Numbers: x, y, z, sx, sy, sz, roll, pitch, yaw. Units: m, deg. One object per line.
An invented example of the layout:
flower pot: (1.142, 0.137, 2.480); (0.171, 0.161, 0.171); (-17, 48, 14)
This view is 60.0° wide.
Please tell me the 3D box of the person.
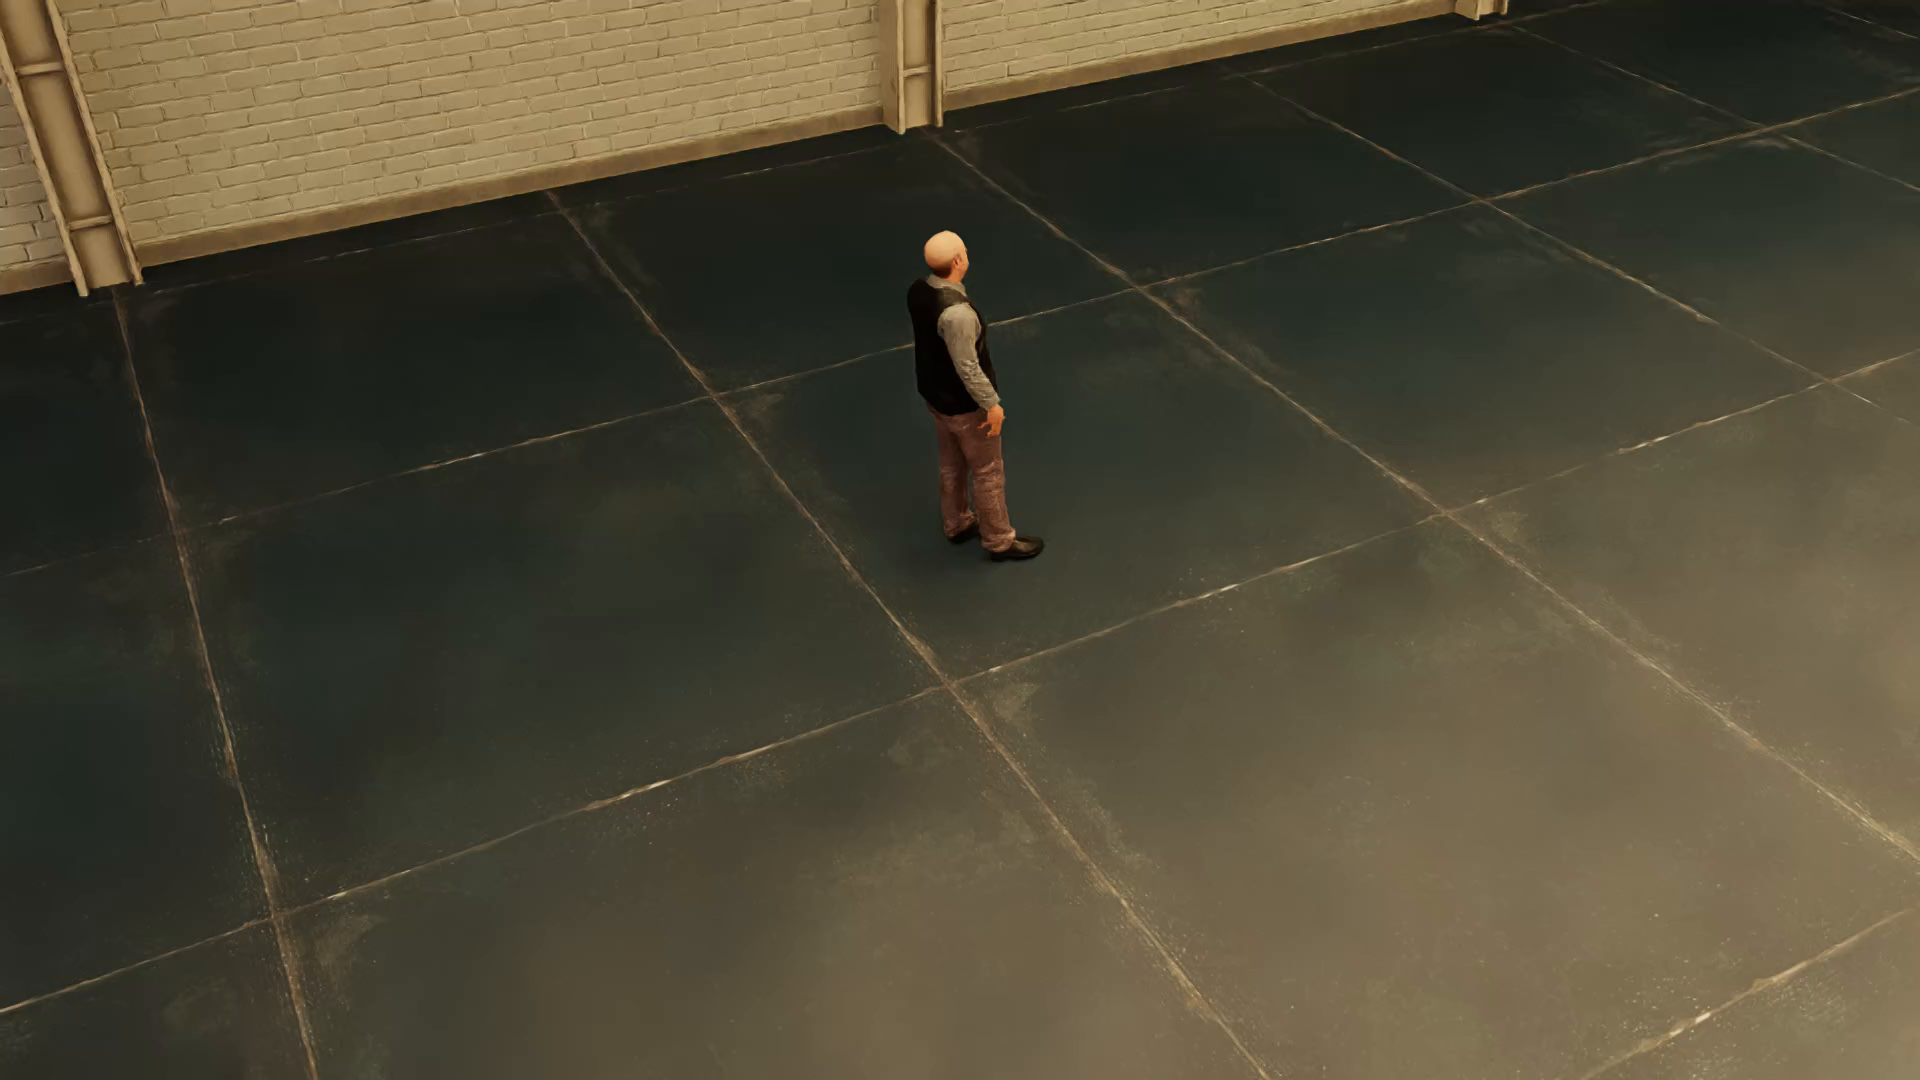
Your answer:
person: (0.059, -0.721, 8.179); (0.567, 1.720, 0.632); (-17, 39, -23)
